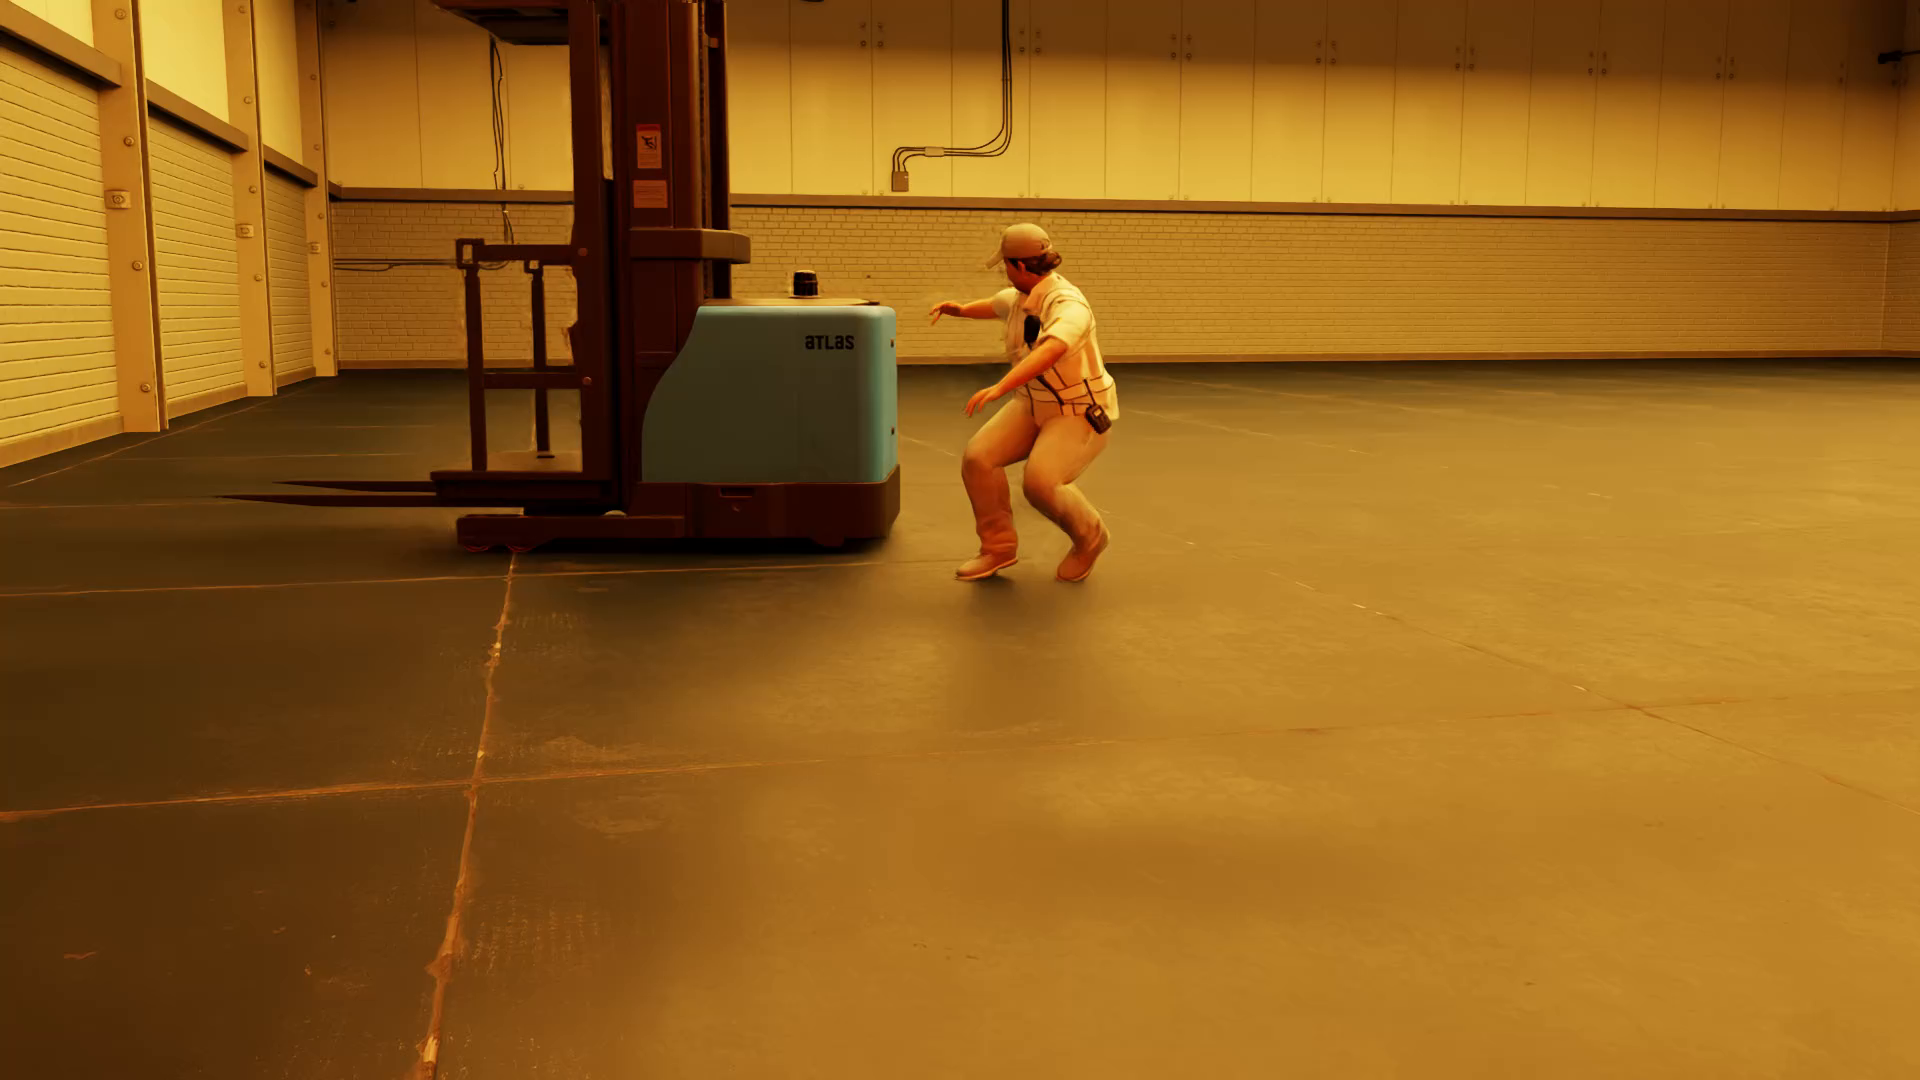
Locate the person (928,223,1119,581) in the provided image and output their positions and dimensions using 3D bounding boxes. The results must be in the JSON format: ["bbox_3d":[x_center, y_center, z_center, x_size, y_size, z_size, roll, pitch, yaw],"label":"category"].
[{"bbox_3d":[0.197,-0.516,6.447,0.950,1.399,0.730,-7,11,-42],"label":"person"}]

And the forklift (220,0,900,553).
[{"bbox_3d":[-1.824,-1.468,7.622,3.031,2.935,1.130,0,8,2],"label":"forklift"}]
